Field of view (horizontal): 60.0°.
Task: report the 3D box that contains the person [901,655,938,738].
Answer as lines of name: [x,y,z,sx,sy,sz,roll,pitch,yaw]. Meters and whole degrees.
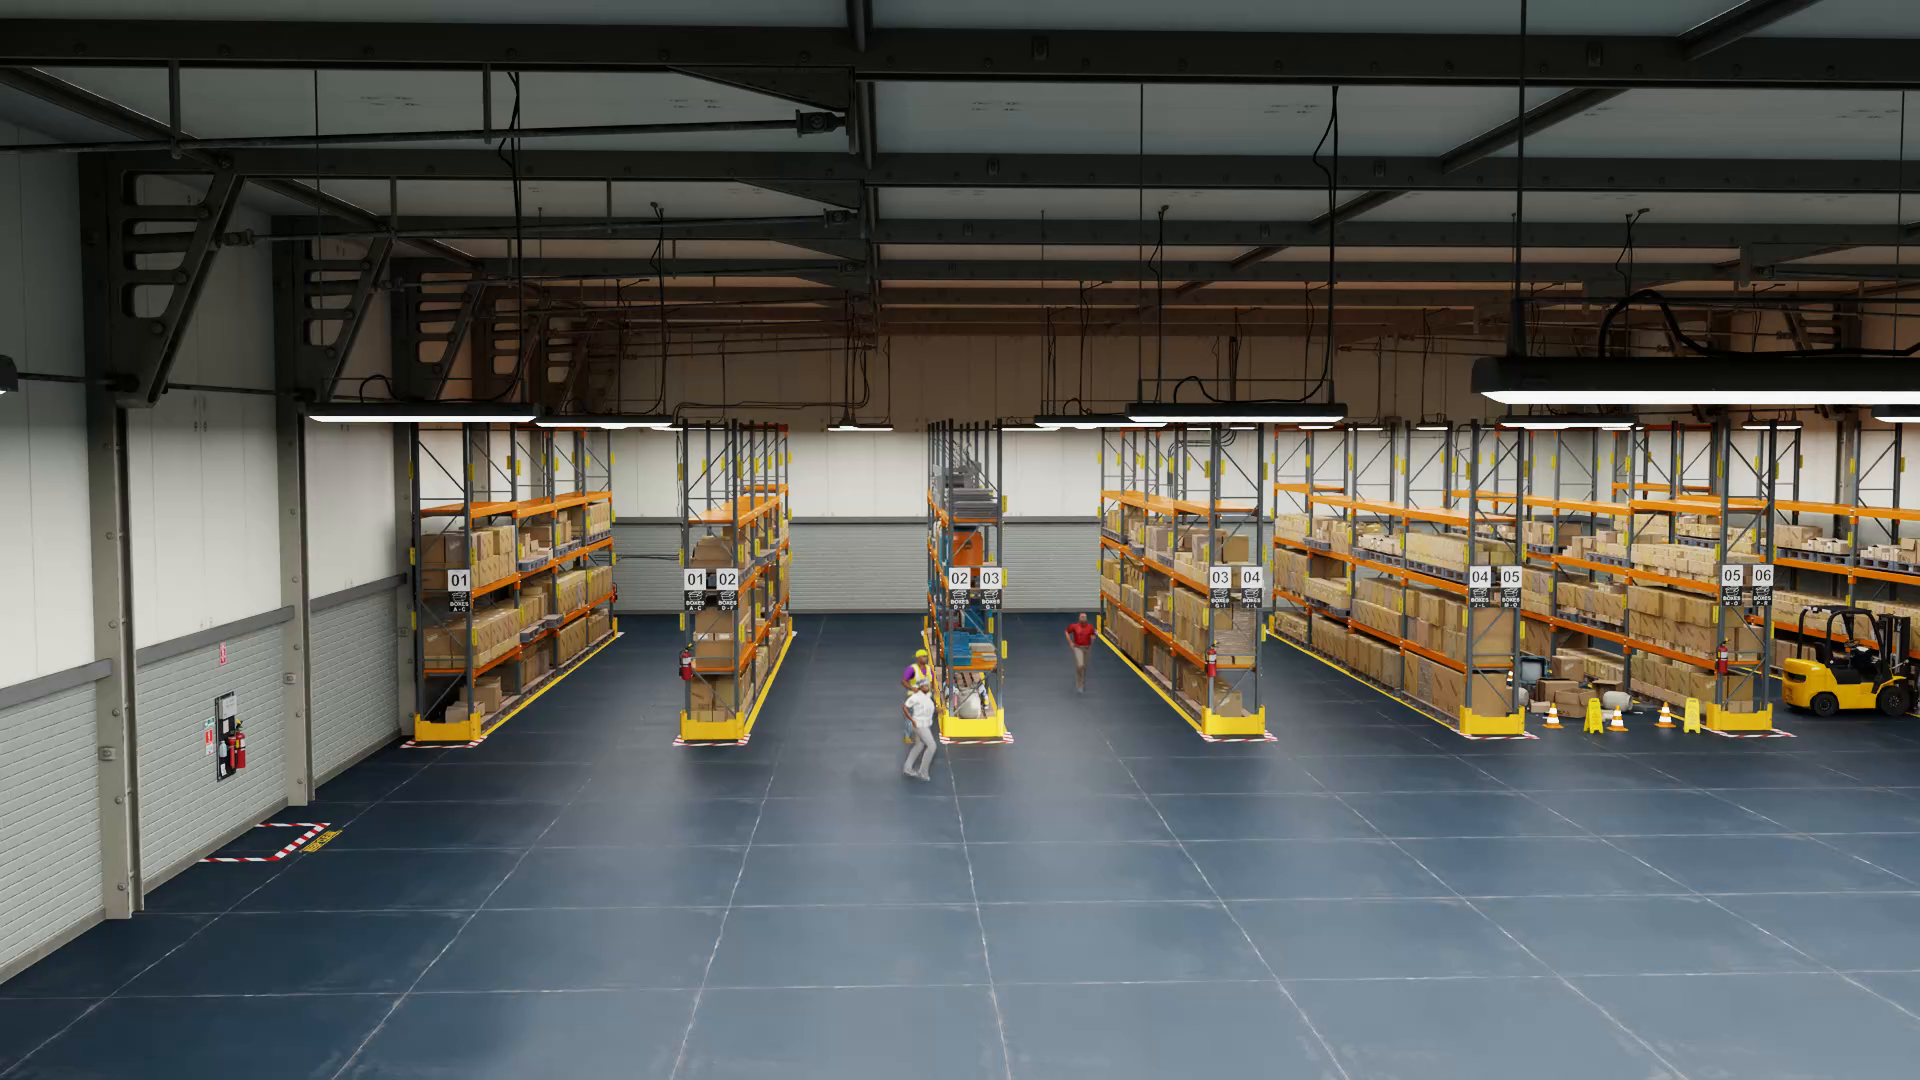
person: [-0.724,2.861,30.630,0.776,1.601,0.605,-2,4,-30]

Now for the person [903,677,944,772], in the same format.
person: [-0.607,3.043,27.594,0.714,1.582,0.545,2,4,24]

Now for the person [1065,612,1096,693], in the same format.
person: [2.718,2.508,36.991,0.640,1.802,0.790,-1,4,-19]

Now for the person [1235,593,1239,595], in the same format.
person: [7.694,1.846,47.157,0.768,1.766,0.617,2,4,29]
